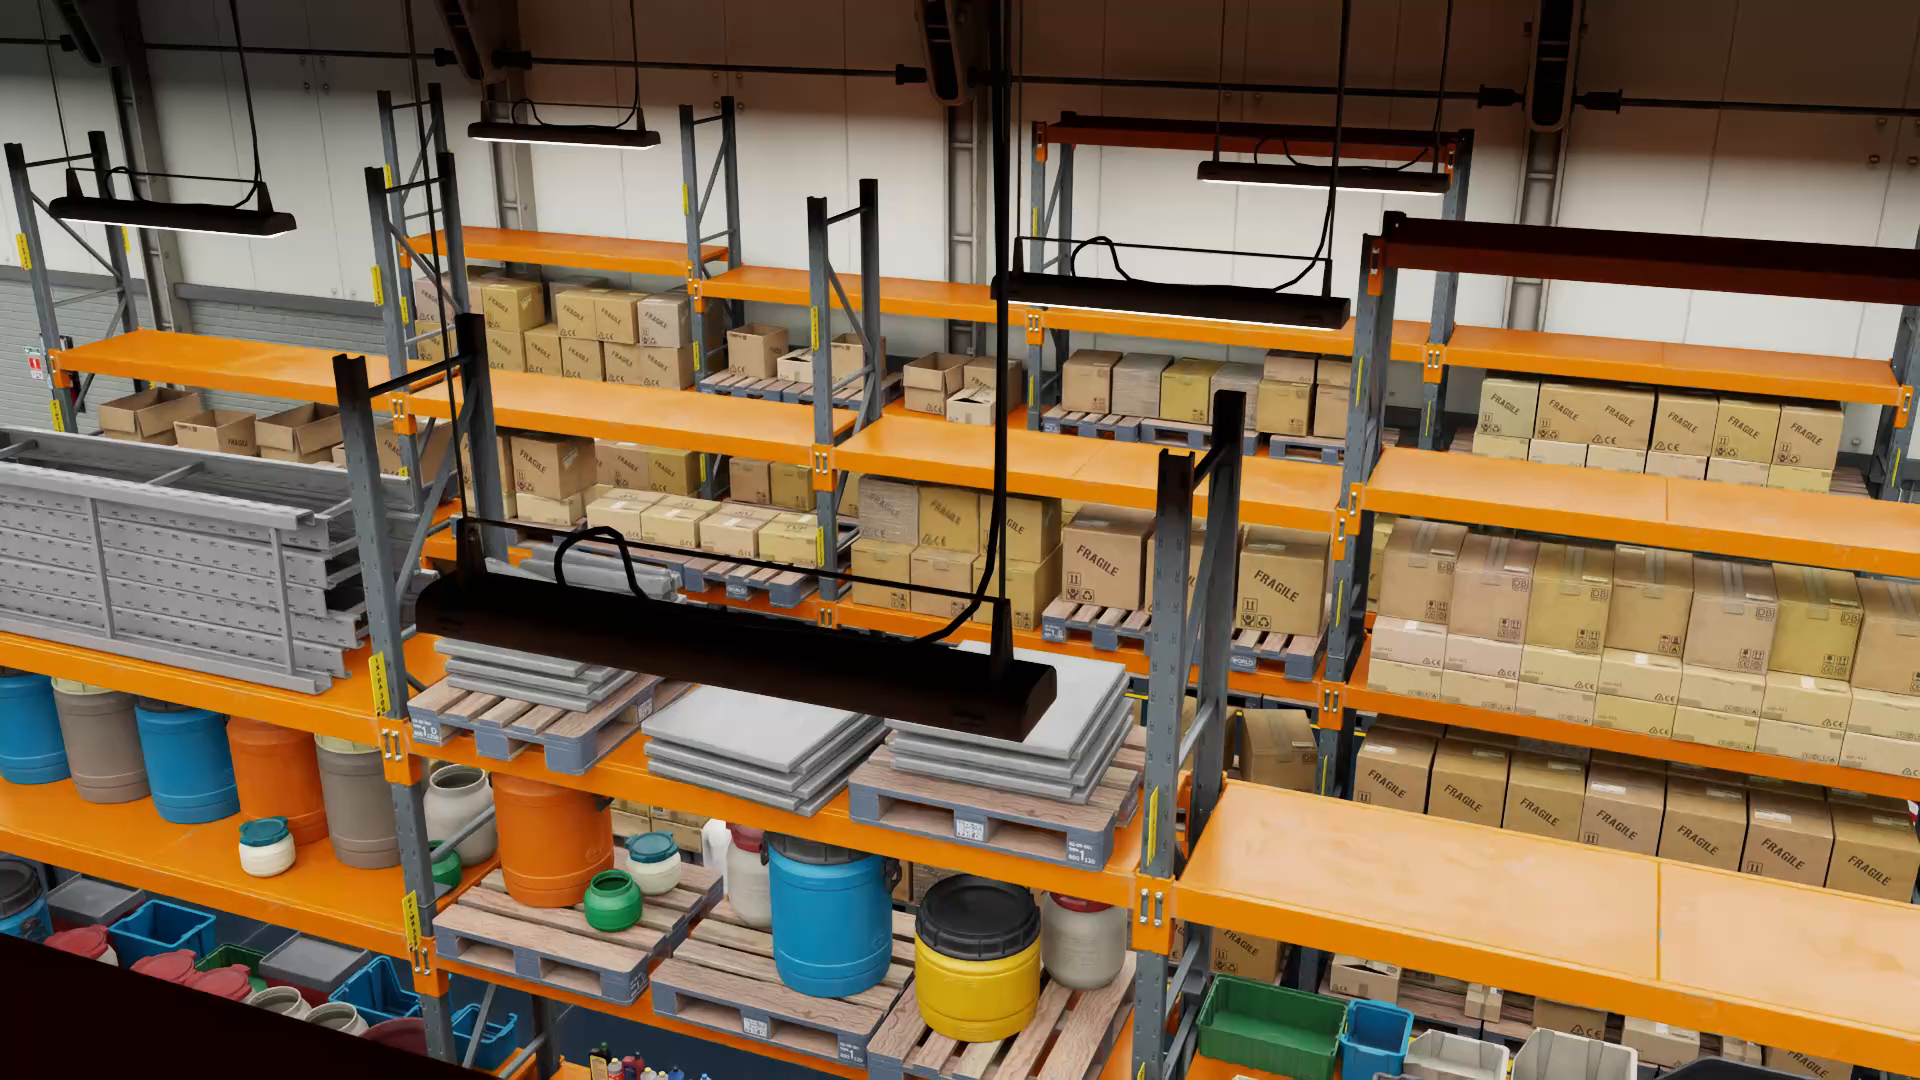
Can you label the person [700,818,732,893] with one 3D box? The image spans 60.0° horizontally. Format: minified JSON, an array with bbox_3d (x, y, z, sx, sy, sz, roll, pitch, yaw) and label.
[{"bbox_3d":[-1.861,2.675,12.927,0.644,1.839,0.574,9,23,22],"label":"person"}]
